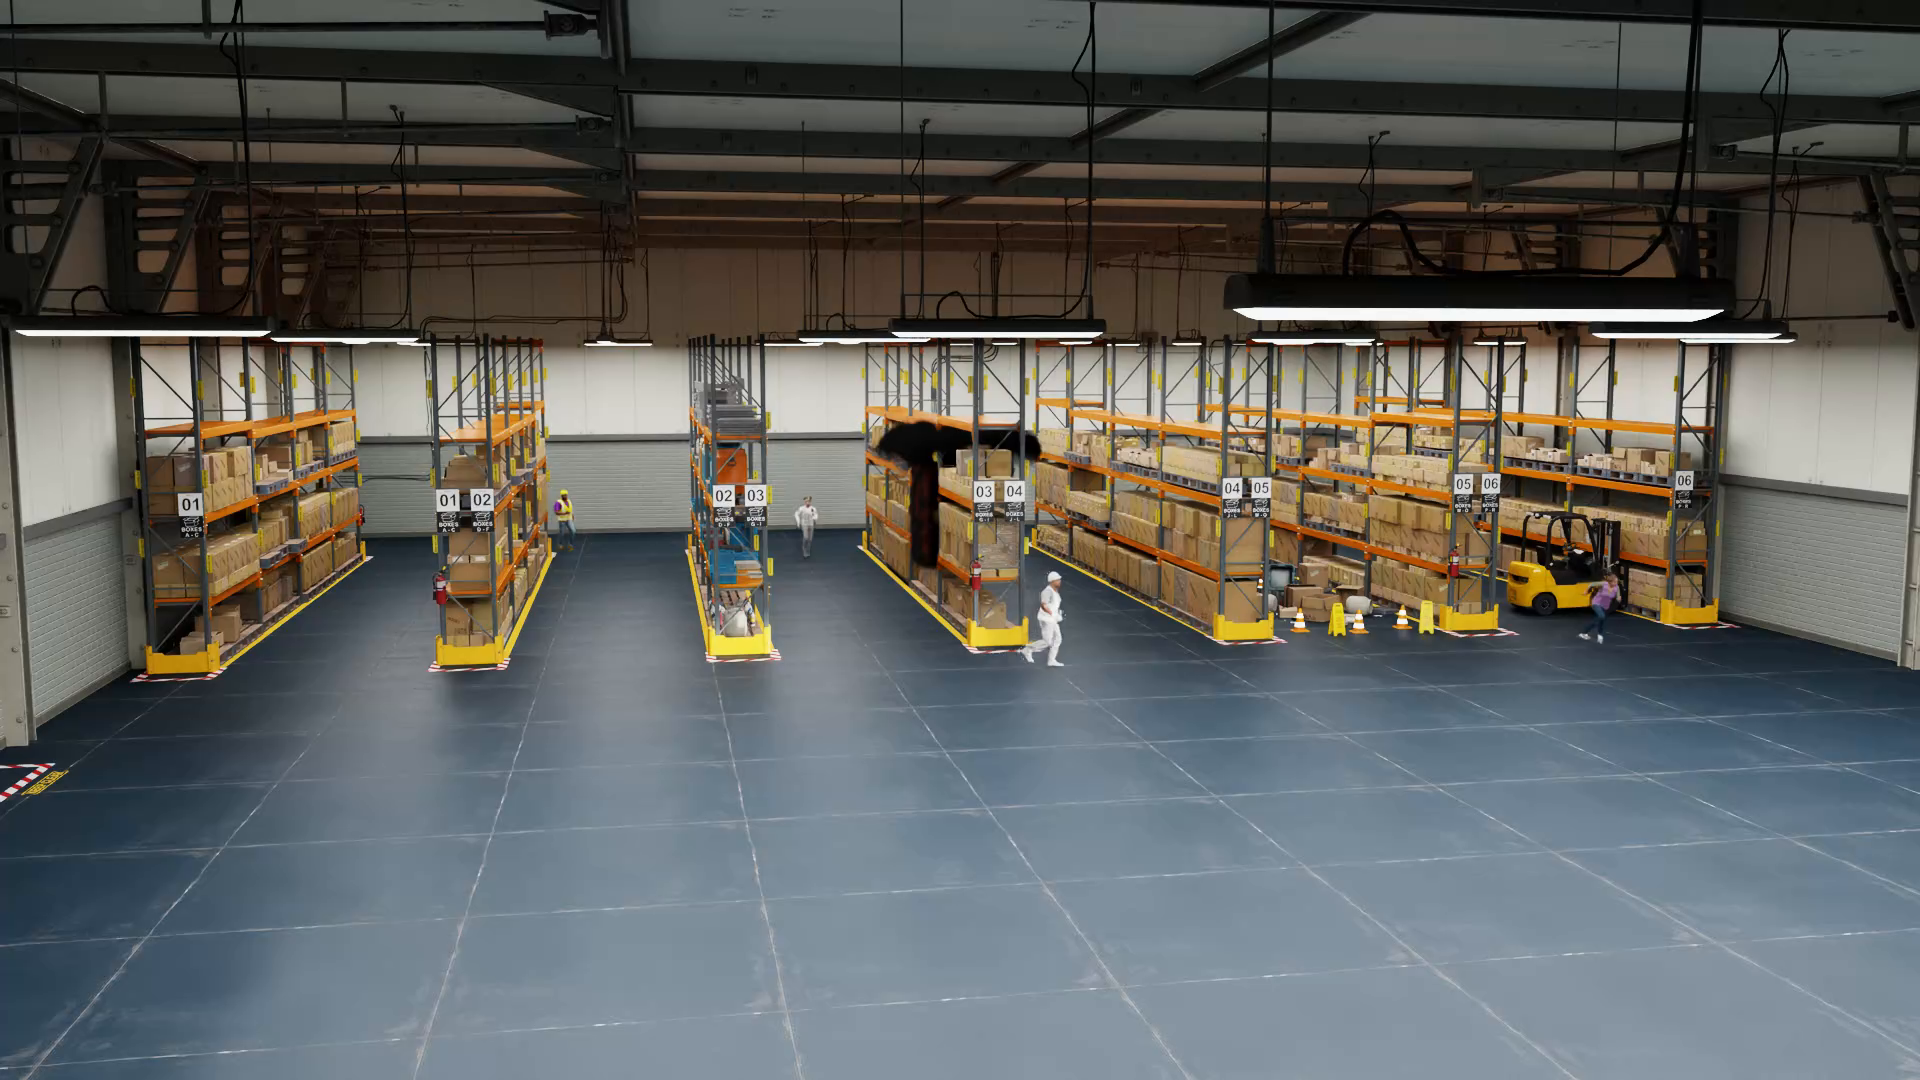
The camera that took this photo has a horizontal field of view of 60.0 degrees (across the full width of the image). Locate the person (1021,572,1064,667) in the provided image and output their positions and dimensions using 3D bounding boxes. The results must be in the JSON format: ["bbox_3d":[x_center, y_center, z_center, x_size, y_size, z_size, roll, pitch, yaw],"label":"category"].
[{"bbox_3d":[1.506,1.430,30.060,0.778,1.732,0.689,2,7,18],"label":"person"}]

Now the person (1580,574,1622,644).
[{"bbox_3d":[12.506,1.308,32.369,0.502,1.377,1.032,-1,7,-12],"label":"person"}]

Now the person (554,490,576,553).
[{"bbox_3d":[-11.186,-0.524,47.028,0.673,1.811,0.795,-6,9,-44],"label":"person"}]

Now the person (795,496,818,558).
[{"bbox_3d":[-4.192,-0.355,45.776,0.582,1.718,0.695,-2,7,-21],"label":"person"}]
